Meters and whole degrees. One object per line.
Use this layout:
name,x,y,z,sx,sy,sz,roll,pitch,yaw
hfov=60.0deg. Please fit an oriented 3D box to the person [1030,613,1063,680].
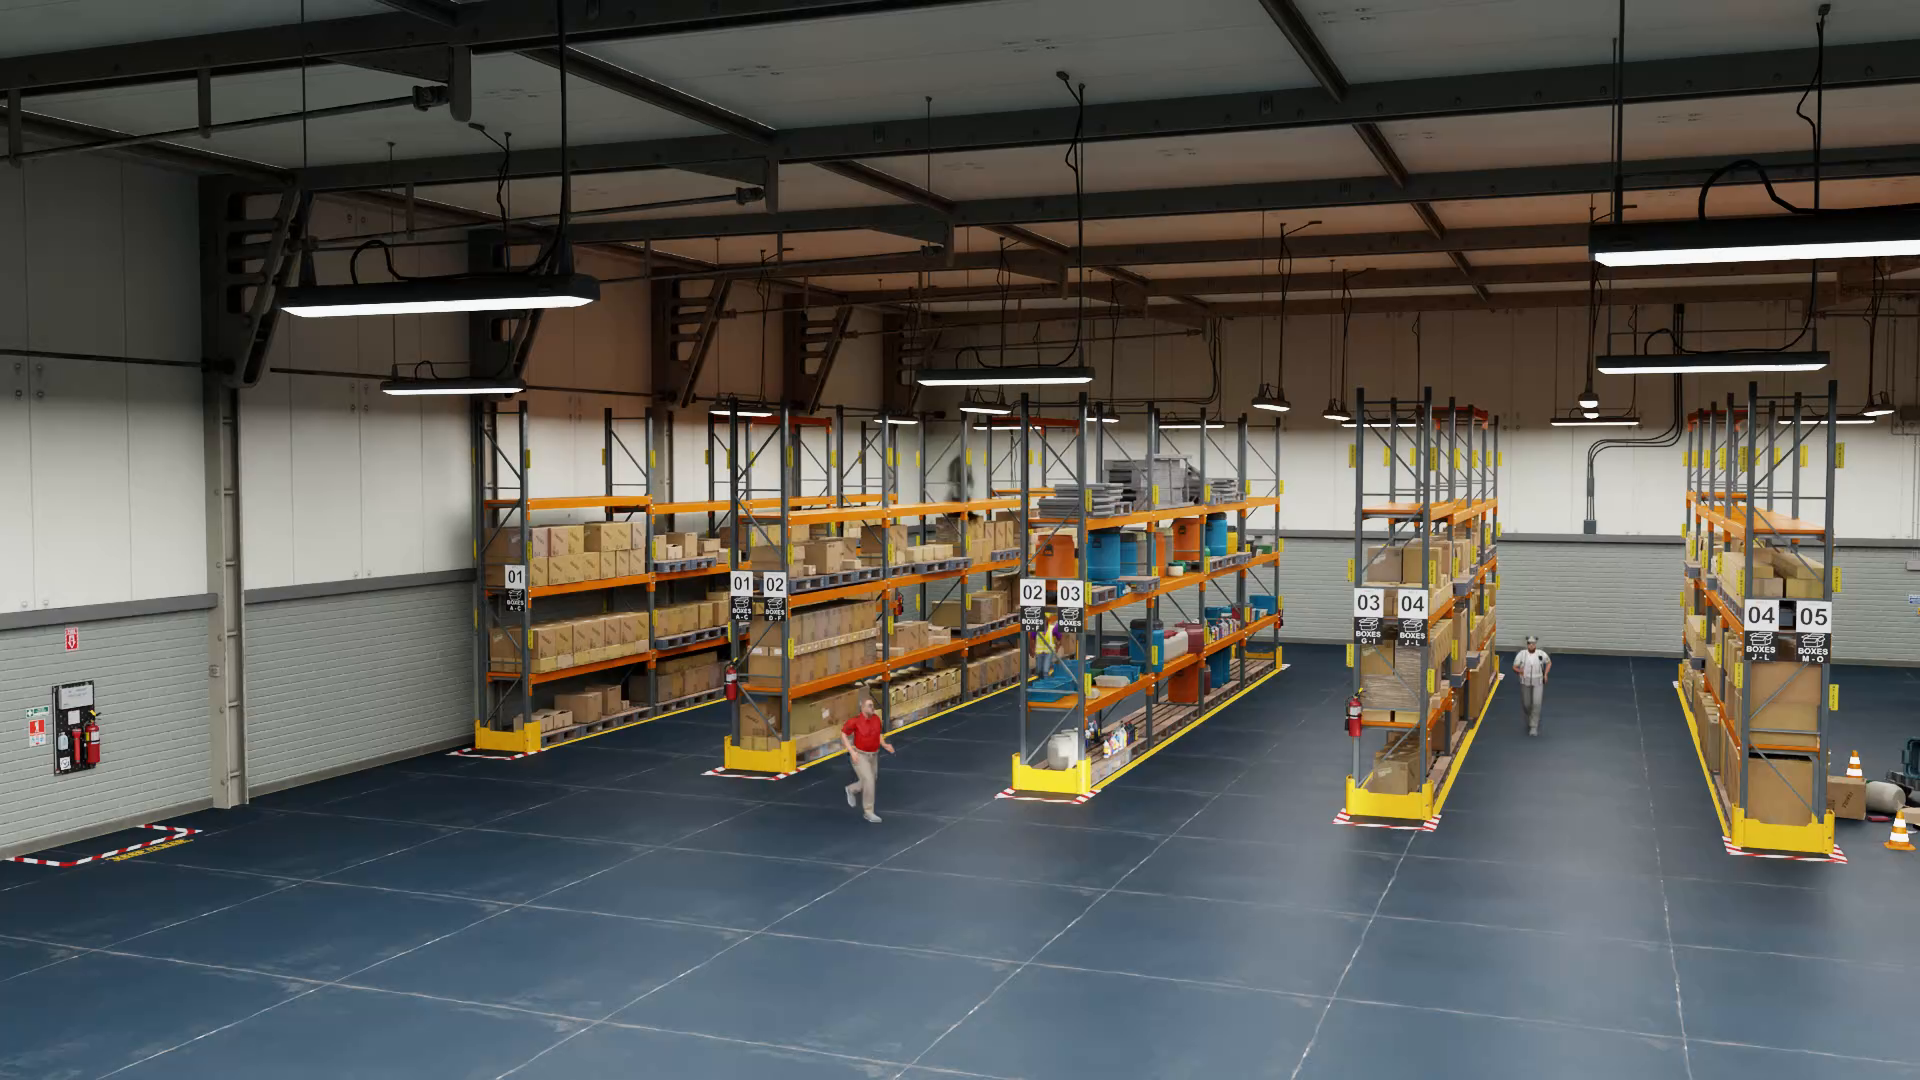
person,1.841,2.412,35.531,0.723,1.743,0.644,1,3,15

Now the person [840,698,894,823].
person,-1.376,3.038,23.166,0.848,1.704,0.648,3,4,44

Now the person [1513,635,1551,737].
person,10.463,2.633,30.442,0.663,1.795,0.970,1,3,21
